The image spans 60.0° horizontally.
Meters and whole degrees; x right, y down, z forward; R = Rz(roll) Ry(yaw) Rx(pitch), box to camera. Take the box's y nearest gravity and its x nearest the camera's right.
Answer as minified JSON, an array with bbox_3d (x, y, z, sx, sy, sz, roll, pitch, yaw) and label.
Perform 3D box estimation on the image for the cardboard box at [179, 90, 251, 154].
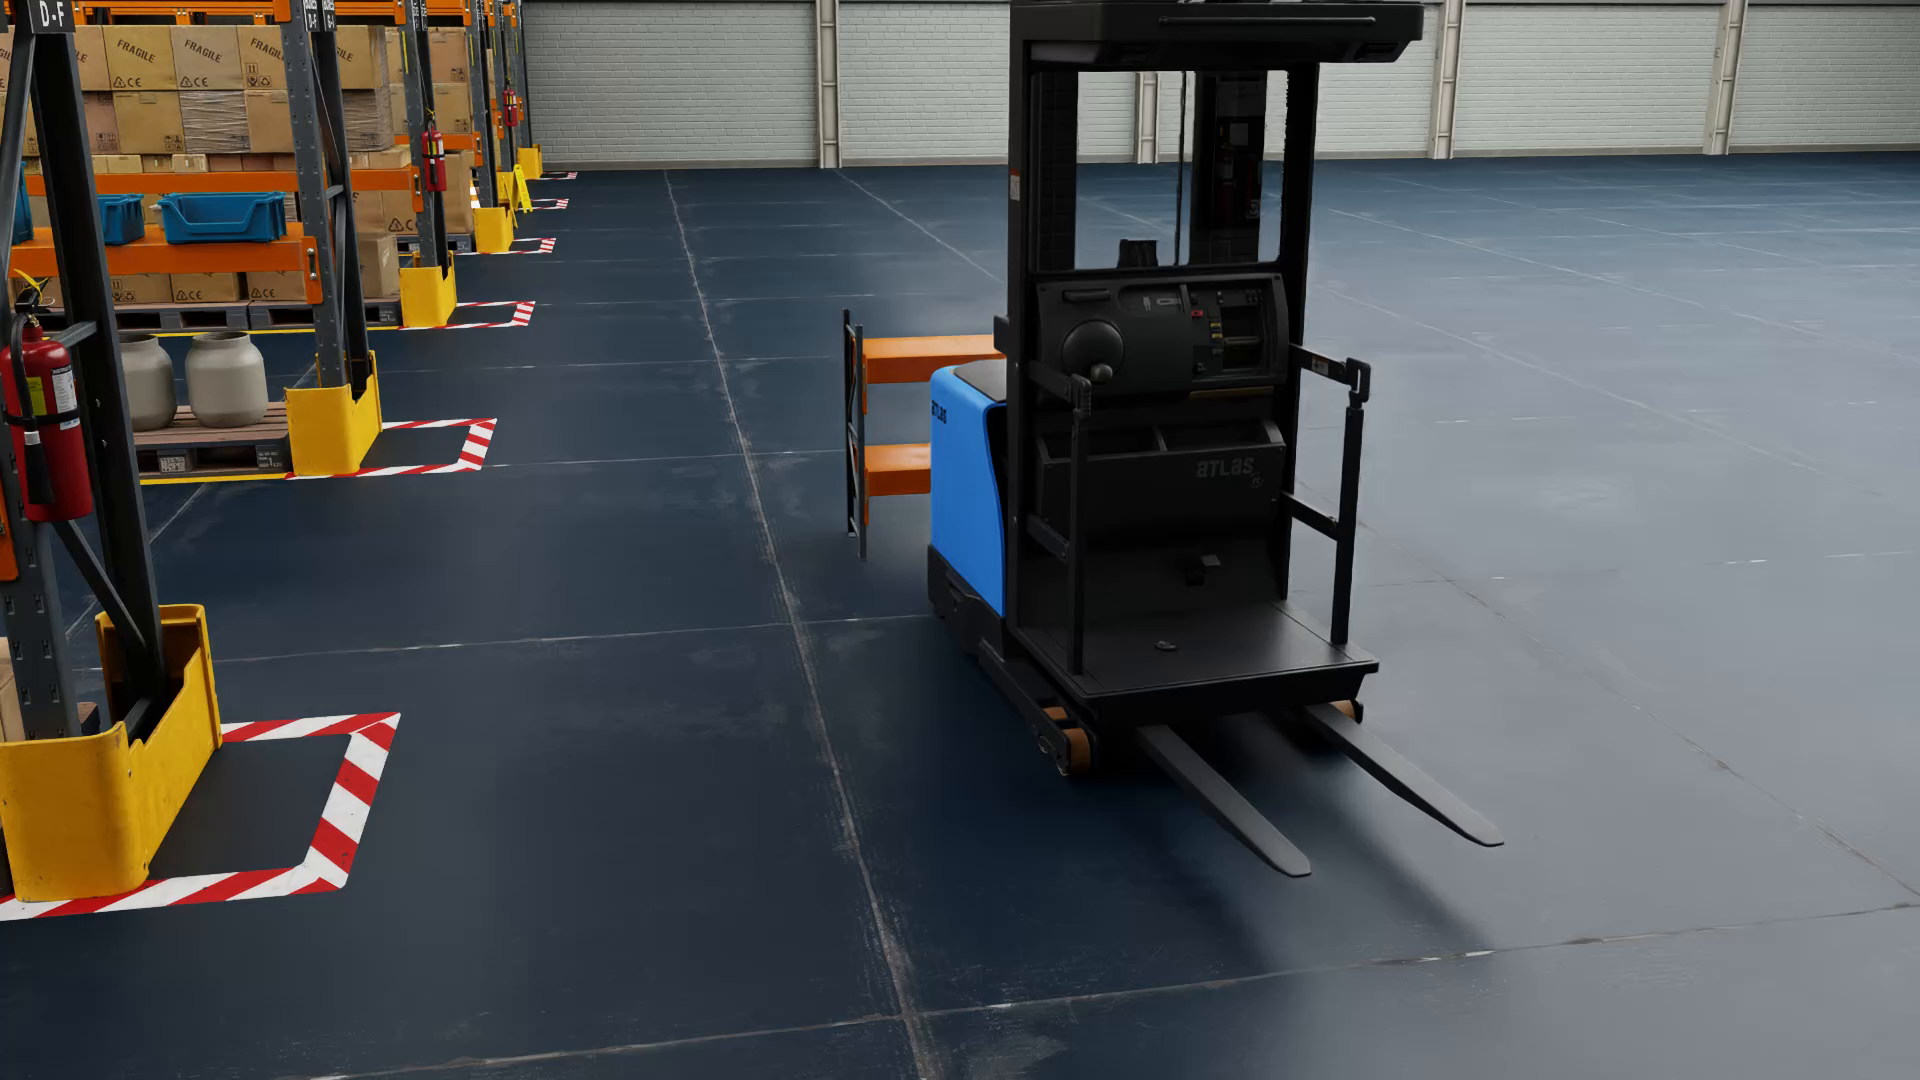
[{"bbox_3d":[-6.099,-3.502,13.848,0.500,0.500,0.875,-3,17,-10],"label":"cardboard box"}]

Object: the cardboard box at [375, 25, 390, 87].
[{"bbox_3d":[-5.178,-4.128,14.185,0.500,0.500,0.500,-3,17,-10],"label":"cardboard box"}]

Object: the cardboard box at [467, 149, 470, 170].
[{"bbox_3d":[-7.334,-5.547,23.875,0.500,0.500,0.500,-4,17,-12],"label":"cardboard box"}]

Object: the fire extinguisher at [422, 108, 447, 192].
[{"bbox_3d":[-4.387,-3.249,13.833,0.183,0.674,0.296,-3,17,-10],"label":"fire extinguisher"}]

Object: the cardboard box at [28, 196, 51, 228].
[{"bbox_3d":[-9.948,-3.690,18.253,0.750,0.750,1.050,-3,17,-11],"label":"cardboard box"}]

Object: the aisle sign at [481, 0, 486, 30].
[{"bbox_3d":[-5.415,-6.181,18.820,0.004,0.787,0.394,-3,17,-10],"label":"aisle sign"}]

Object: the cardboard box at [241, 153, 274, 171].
[{"bbox_3d":[-5.810,-3.163,13.849,0.250,0.149,0.380,-3,17,-10],"label":"cardboard box"}]

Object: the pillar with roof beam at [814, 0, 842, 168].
[{"bbox_3d":[-1.558,-9.882,25.079,0.400,9.000,9.100,-3,17,-10],"label":"pillar with roof beam"}]

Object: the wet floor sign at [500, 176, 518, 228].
[{"bbox_3d":[-5.775,-4.295,21.117,0.232,0.644,0.267,-6,18,-20],"label":"wet floor sign"}]

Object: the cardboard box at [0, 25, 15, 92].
[{"bbox_3d":[-7.533,-3.838,13.238,0.500,0.500,0.500,-3,17,-10],"label":"cardboard box"}]

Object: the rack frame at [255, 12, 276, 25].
[{"bbox_3d":[-11.339,-7.477,27.468,0.127,3.000,1.000,-3,17,-10],"label":"rack frame"}]

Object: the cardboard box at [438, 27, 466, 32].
[{"bbox_3d":[-6.926,-6.846,23.032,0.500,0.500,0.700,-4,17,-12],"label":"cardboard box"}]

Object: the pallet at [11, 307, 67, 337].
[{"bbox_3d":[-7.861,-1.904,14.073,1.213,0.211,1.003,-3,17,-10],"label":"pallet"}]

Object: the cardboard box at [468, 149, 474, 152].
[{"bbox_3d":[-8.325,-6.683,27.999,0.500,0.250,0.500,-3,17,-11],"label":"cardboard box"}]

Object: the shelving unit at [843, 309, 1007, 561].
[{"bbox_3d":[-0.007,-0.537,8.066,1.048,1.125,0.538,-3,17,-10],"label":"shelving unit"}]

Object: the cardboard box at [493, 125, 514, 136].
[{"bbox_3d":[-7.805,-6.949,28.012,0.500,0.250,0.500,-3,17,-9],"label":"cardboard box"}]

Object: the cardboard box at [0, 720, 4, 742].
[{"bbox_3d":[-3.181,0.672,4.903,0.500,0.250,0.500,-3,17,-10],"label":"cardboard box"}]

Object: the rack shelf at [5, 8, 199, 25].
[{"bbox_3d":[-12.357,-7.025,22.112,4.000,0.370,1.077,-3,17,-10],"label":"rack shelf"}]

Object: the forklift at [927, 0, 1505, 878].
[{"bbox_3d":[0.778,-0.730,5.617,1.130,2.935,3.031,-5,18,-16],"label":"forklift"}]

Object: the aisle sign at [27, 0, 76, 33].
[{"bbox_3d":[-2.704,-1.891,4.853,0.004,0.787,0.394,-3,17,-10],"label":"aisle sign"}]

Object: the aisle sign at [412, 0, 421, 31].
[{"bbox_3d":[-4.469,-4.572,13.582,0.004,0.787,0.394,-3,17,-10],"label":"aisle sign"}]

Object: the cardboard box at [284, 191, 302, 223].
[{"bbox_3d":[-7.840,-3.876,18.648,0.875,0.875,0.875,-3,17,-10],"label":"cardboard box"}]

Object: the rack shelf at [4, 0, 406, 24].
[{"bbox_3d":[-6.550,-4.391,13.536,4.000,0.370,1.077,-3,17,-10],"label":"rack shelf"}]

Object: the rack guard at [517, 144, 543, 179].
[{"bbox_3d":[-7.388,-6.506,28.564,0.348,0.500,1.175,-3,17,-10],"label":"rack guard"}]

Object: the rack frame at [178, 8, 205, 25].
[{"bbox_3d":[-10.394,-6.047,22.809,0.127,3.000,1.000,-3,17,-10],"label":"rack frame"}]

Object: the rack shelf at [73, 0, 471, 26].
[{"bbox_3d":[-7.392,-5.827,18.210,4.000,0.370,1.077,-3,17,-10],"label":"rack shelf"}]

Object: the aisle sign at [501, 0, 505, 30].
[{"bbox_3d":[-6.464,-7.605,23.455,0.004,0.787,0.394,-3,17,-10],"label":"aisle sign"}]

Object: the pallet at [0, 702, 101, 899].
[{"bbox_3d":[-3.454,0.831,5.167,1.213,0.211,1.003,-3,17,-10],"label":"pallet"}]

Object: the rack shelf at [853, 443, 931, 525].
[{"bbox_3d":[-0.007,-0.304,8.138,1.000,0.278,0.538,-3,17,-10],"label":"rack shelf"}]

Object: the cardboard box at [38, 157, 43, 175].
[{"bbox_3d":[-7.260,-3.046,13.467,0.250,0.149,0.380,-3,17,-10],"label":"cardboard box"}]

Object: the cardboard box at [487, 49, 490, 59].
[{"bbox_3d":[-7.960,-8.097,27.703,0.250,0.149,0.380,-3,17,-10],"label":"cardboard box"}]

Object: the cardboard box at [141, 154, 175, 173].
[{"bbox_3d":[-6.538,-3.109,13.674,0.250,0.149,0.380,-3,17,-10],"label":"cardboard box"}]

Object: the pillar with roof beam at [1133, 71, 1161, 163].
[{"bbox_3d":[4.333,-10.216,26.167,0.400,9.000,9.100,-3,17,-10],"label":"pillar with roof beam"}]

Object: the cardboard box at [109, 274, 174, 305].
[{"bbox_3d":[-6.958,-2.298,14.146,0.500,0.500,0.500,-5,18,-15],"label":"cardboard box"}]

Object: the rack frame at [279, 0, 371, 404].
[{"bbox_3d":[-3.647,-1.985,9.585,0.127,3.000,1.000,-3,17,-10],"label":"rack frame"}]

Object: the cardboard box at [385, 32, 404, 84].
[{"bbox_3d":[-6.322,-5.369,18.509,0.550,0.550,0.875,-3,17,-10],"label":"cardboard box"}]

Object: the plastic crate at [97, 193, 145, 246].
[{"bbox_3d":[-4.720,-1.765,9.123,0.408,0.251,0.499,-3,17,-10],"label":"plastic crate"}]

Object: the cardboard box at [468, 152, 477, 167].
[{"bbox_3d":[-8.303,-6.444,28.072,0.500,0.250,0.500,-3,17,-10],"label":"cardboard box"}]

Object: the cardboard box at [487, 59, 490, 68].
[{"bbox_3d":[-7.944,-7.935,27.683,0.250,0.149,0.380,-3,17,-10],"label":"cardboard box"}]

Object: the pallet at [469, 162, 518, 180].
[{"bbox_3d":[-8.155,-6.312,28.424,1.213,0.211,1.003,-3,17,-10],"label":"pallet"}]

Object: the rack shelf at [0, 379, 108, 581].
[{"bbox_3d":[-4.674,-0.101,4.678,4.000,0.370,1.077,-3,17,-10],"label":"rack shelf"}]

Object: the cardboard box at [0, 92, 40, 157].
[{"bbox_3d":[-7.563,-3.405,13.531,0.500,0.500,0.875,-3,17,-10],"label":"cardboard box"}]

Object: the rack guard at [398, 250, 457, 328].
[{"bbox_3d":[-4.661,-2.213,14.587,0.348,0.500,1.175,-3,17,-10],"label":"rack guard"}]

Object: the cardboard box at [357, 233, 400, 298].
[{"bbox_3d":[-5.203,-2.388,14.441,0.500,0.500,0.500,0,17,0],"label":"cardboard box"}]

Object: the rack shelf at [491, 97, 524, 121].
[{"bbox_3d":[-9.375,-7.245,27.936,4.000,0.370,1.077,-3,17,-10],"label":"rack shelf"}]

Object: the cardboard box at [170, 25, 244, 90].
[{"bbox_3d":[-6.061,-3.922,13.512,0.500,0.500,0.500,-3,17,-10],"label":"cardboard box"}]

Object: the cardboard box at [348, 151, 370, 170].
[{"bbox_3d":[-5.073,-3.203,13.980,0.250,0.149,0.380,-3,17,-10],"label":"cardboard box"}]

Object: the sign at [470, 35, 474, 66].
[{"bbox_3d":[-5.339,-5.358,18.191,0.005,0.325,0.100,-3,17,-10],"label":"sign"}]

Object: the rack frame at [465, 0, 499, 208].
[{"bbox_3d":[-5.428,-4.848,18.907,0.127,3.000,1.000,-3,17,-10],"label":"rack frame"}]
